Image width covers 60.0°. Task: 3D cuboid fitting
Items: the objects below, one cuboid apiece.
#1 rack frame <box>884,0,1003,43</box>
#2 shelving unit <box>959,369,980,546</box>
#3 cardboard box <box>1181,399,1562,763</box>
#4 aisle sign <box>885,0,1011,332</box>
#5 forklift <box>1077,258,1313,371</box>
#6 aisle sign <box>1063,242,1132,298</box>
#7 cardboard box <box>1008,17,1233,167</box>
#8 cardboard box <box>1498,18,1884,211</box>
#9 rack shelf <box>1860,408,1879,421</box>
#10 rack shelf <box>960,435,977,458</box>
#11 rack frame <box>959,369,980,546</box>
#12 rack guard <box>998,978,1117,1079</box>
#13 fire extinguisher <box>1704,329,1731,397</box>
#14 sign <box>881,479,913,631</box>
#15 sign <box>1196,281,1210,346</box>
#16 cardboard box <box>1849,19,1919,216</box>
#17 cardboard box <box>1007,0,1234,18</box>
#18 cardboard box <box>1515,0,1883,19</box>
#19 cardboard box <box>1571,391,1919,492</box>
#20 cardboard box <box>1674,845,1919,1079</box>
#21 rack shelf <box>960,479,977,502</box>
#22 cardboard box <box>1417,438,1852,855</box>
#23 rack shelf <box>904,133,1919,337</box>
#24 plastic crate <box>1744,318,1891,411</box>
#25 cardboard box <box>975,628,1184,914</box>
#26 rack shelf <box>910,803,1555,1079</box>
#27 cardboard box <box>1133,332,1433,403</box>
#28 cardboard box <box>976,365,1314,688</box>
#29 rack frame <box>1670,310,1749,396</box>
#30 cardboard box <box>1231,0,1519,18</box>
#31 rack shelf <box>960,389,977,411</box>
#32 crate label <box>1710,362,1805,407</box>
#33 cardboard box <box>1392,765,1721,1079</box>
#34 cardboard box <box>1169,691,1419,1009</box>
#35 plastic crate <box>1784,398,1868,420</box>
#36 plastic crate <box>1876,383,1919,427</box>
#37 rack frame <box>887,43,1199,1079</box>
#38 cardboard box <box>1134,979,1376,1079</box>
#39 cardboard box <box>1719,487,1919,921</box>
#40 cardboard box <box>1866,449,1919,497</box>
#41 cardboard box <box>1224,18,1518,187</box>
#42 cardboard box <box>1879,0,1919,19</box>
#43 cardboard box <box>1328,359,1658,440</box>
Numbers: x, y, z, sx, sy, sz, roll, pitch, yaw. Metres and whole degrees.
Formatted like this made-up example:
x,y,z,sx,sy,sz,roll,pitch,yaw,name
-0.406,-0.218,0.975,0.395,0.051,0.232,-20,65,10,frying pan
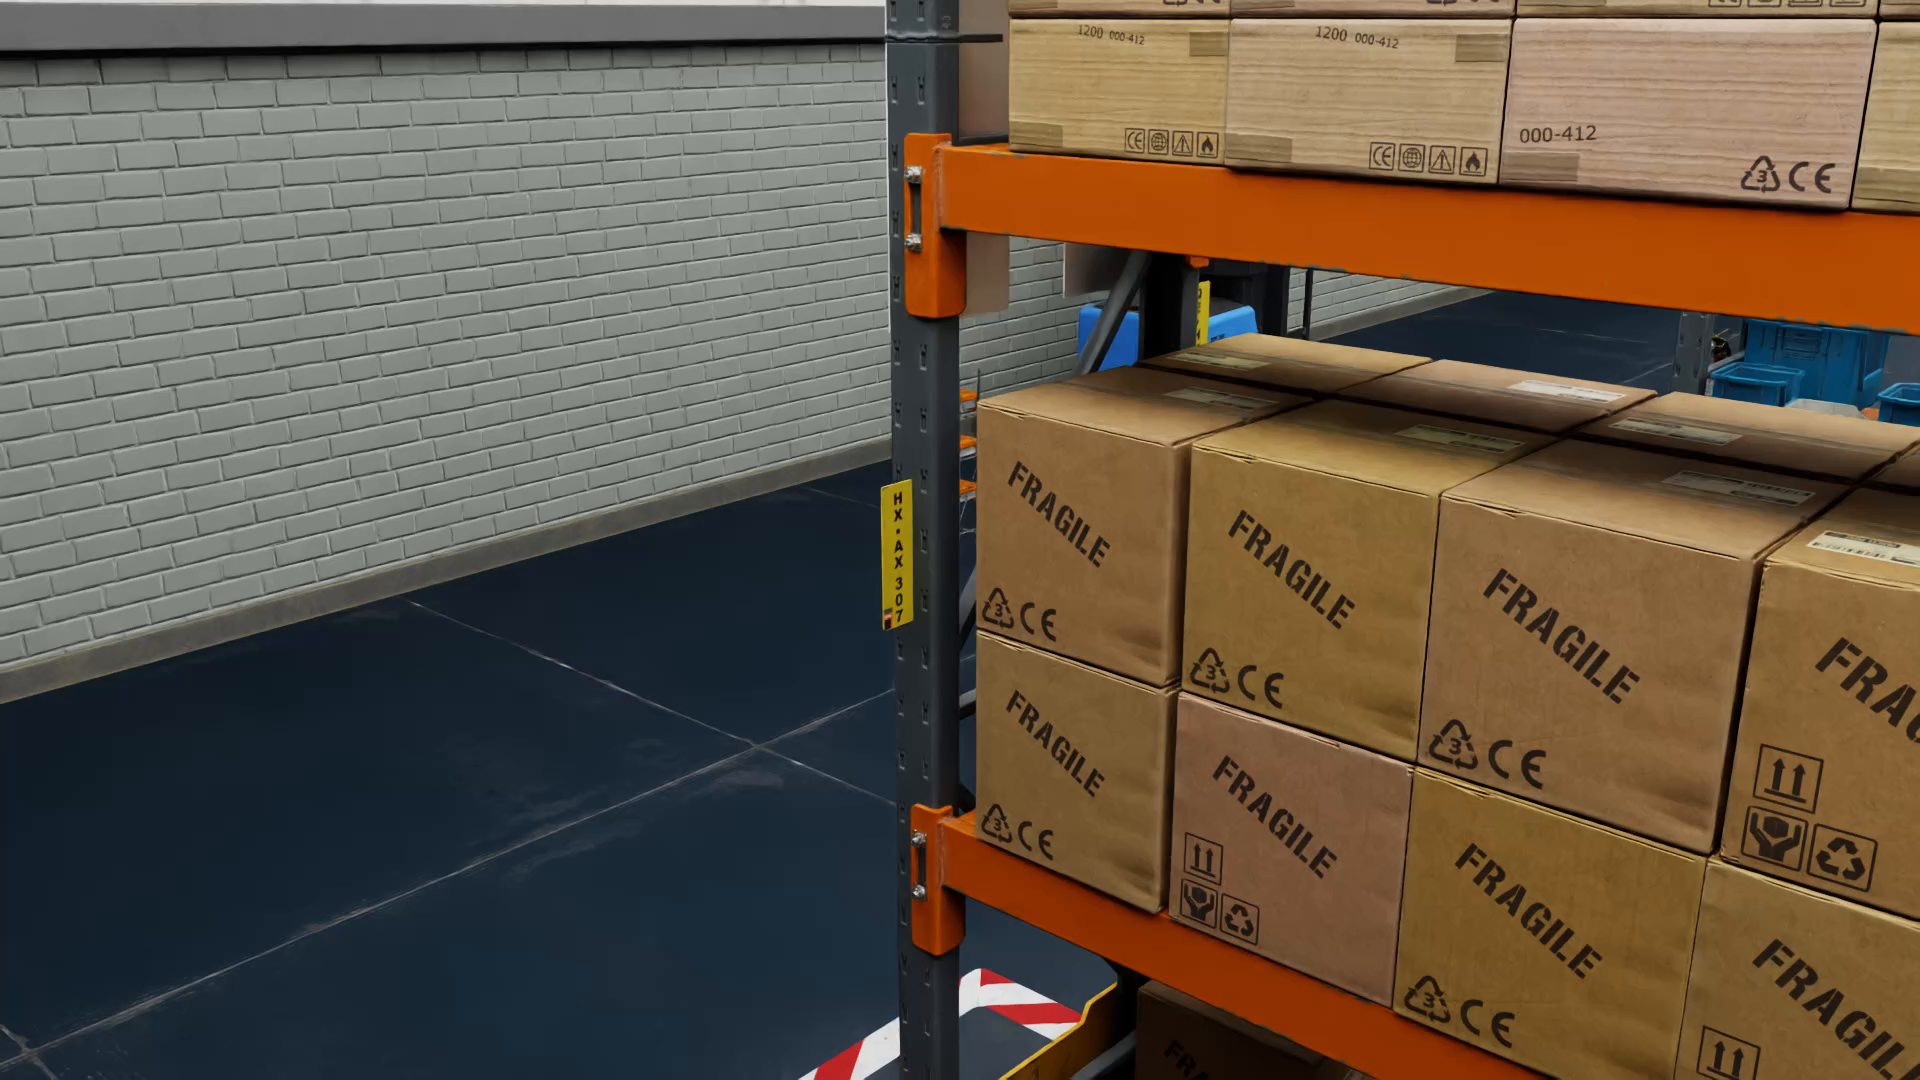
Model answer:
x,y,z,sx,sy,sz,roll,pitch,yaw,name
0.226,-2.537,3.229,0.127,3.000,1.000,15,23,39,rack frame
-0.040,-0.511,9.987,0.252,1.050,0.215,15,23,39,shelving unit
0.779,0.050,3.176,0.500,0.500,0.500,15,23,40,cardboard box
-0.020,-0.864,3.577,0.004,0.787,0.394,15,23,39,aisle sign
2.079,-2.297,12.505,1.130,2.935,3.031,12,21,33,forklift
0.379,-0.999,4.004,0.004,0.787,0.394,15,23,39,aisle sign
0.442,-0.875,3.199,0.500,0.250,0.500,15,23,39,cardboard box
1.182,-0.672,2.558,0.500,0.250,0.500,15,23,39,cardboard box
5.013,-0.053,6.509,4.000,0.370,1.077,15,23,39,rack shelf
-0.040,-0.501,9.990,0.240,0.259,0.215,15,23,39,rack shelf
0.051,-0.487,9.910,0.008,1.050,0.200,15,23,39,rack frame
0.283,1.529,4.466,0.348,0.500,1.175,15,23,39,rack guard
3.706,-0.716,8.153,0.183,0.674,0.296,15,23,39,fire extinguisher
-0.134,0.033,3.618,0.005,0.325,0.100,15,23,39,sign
0.610,-0.501,4.296,0.005,0.325,0.100,15,23,39,sign
1.560,-0.573,2.246,0.500,0.250,0.500,15,23,39,cardboard box
0.438,-1.112,3.119,0.500,0.250,0.500,15,23,39,cardboard box
1.185,-0.911,2.486,0.500,0.250,0.500,15,23,39,cardboard box
1.511,0.030,3.241,0.500,0.500,0.500,16,24,41,cardboard box
1.519,0.728,2.693,0.500,0.500,0.500,15,23,40,cardboard box
-0.040,-0.236,10.074,0.240,0.259,0.215,15,23,39,rack shelf
1.150,0.152,2.856,0.500,0.500,0.500,15,23,40,cardboard box
1.722,-0.363,2.526,4.000,0.370,1.077,15,23,39,rack shelf
3.891,-0.818,7.572,0.499,0.435,0.616,15,23,39,plastic crate
0.383,0.424,3.652,0.500,0.500,0.500,16,23,40,cardboard box
1.722,1.067,2.980,4.000,0.370,1.077,15,23,39,rack shelf
0.742,-0.174,3.884,0.500,0.500,0.500,15,23,39,cardboard box
0.383,-0.053,3.501,0.500,0.500,0.500,16,24,41,cardboard box
3.517,-0.797,7.665,0.127,3.000,1.000,15,23,39,rack frame
0.807,-1.010,2.797,0.500,0.250,0.500,15,23,39,cardboard box
-0.040,-0.772,9.904,0.240,0.259,0.215,15,23,39,rack shelf
3.483,-0.622,7.290,0.303,0.233,0.416,15,23,39,crate label
1.146,0.628,3.010,0.500,0.500,0.500,15,23,39,cardboard box
0.773,0.526,3.330,0.500,0.500,0.500,15,23,39,cardboard box
3.668,-0.493,7.043,0.298,0.136,0.250,15,23,39,plastic crate
3.976,-0.490,6.874,0.300,0.233,0.416,15,23,39,plastic crate
0.226,0.323,4.136,0.127,3.000,1.000,15,23,39,rack frame
0.796,1.358,4.279,0.500,0.500,0.500,15,23,39,cardboard box
1.531,0.254,2.535,0.500,0.500,0.500,15,23,39,cardboard box
1.895,0.133,2.916,0.500,0.500,0.500,16,24,41,cardboard box
0.807,-0.772,2.873,0.500,0.250,0.500,15,23,39,cardboard box
1.557,-0.810,2.167,0.500,0.250,0.500,15,23,39,cardboard box
1.120,-0.073,3.565,0.500,0.500,0.500,16,24,41,cardboard box
